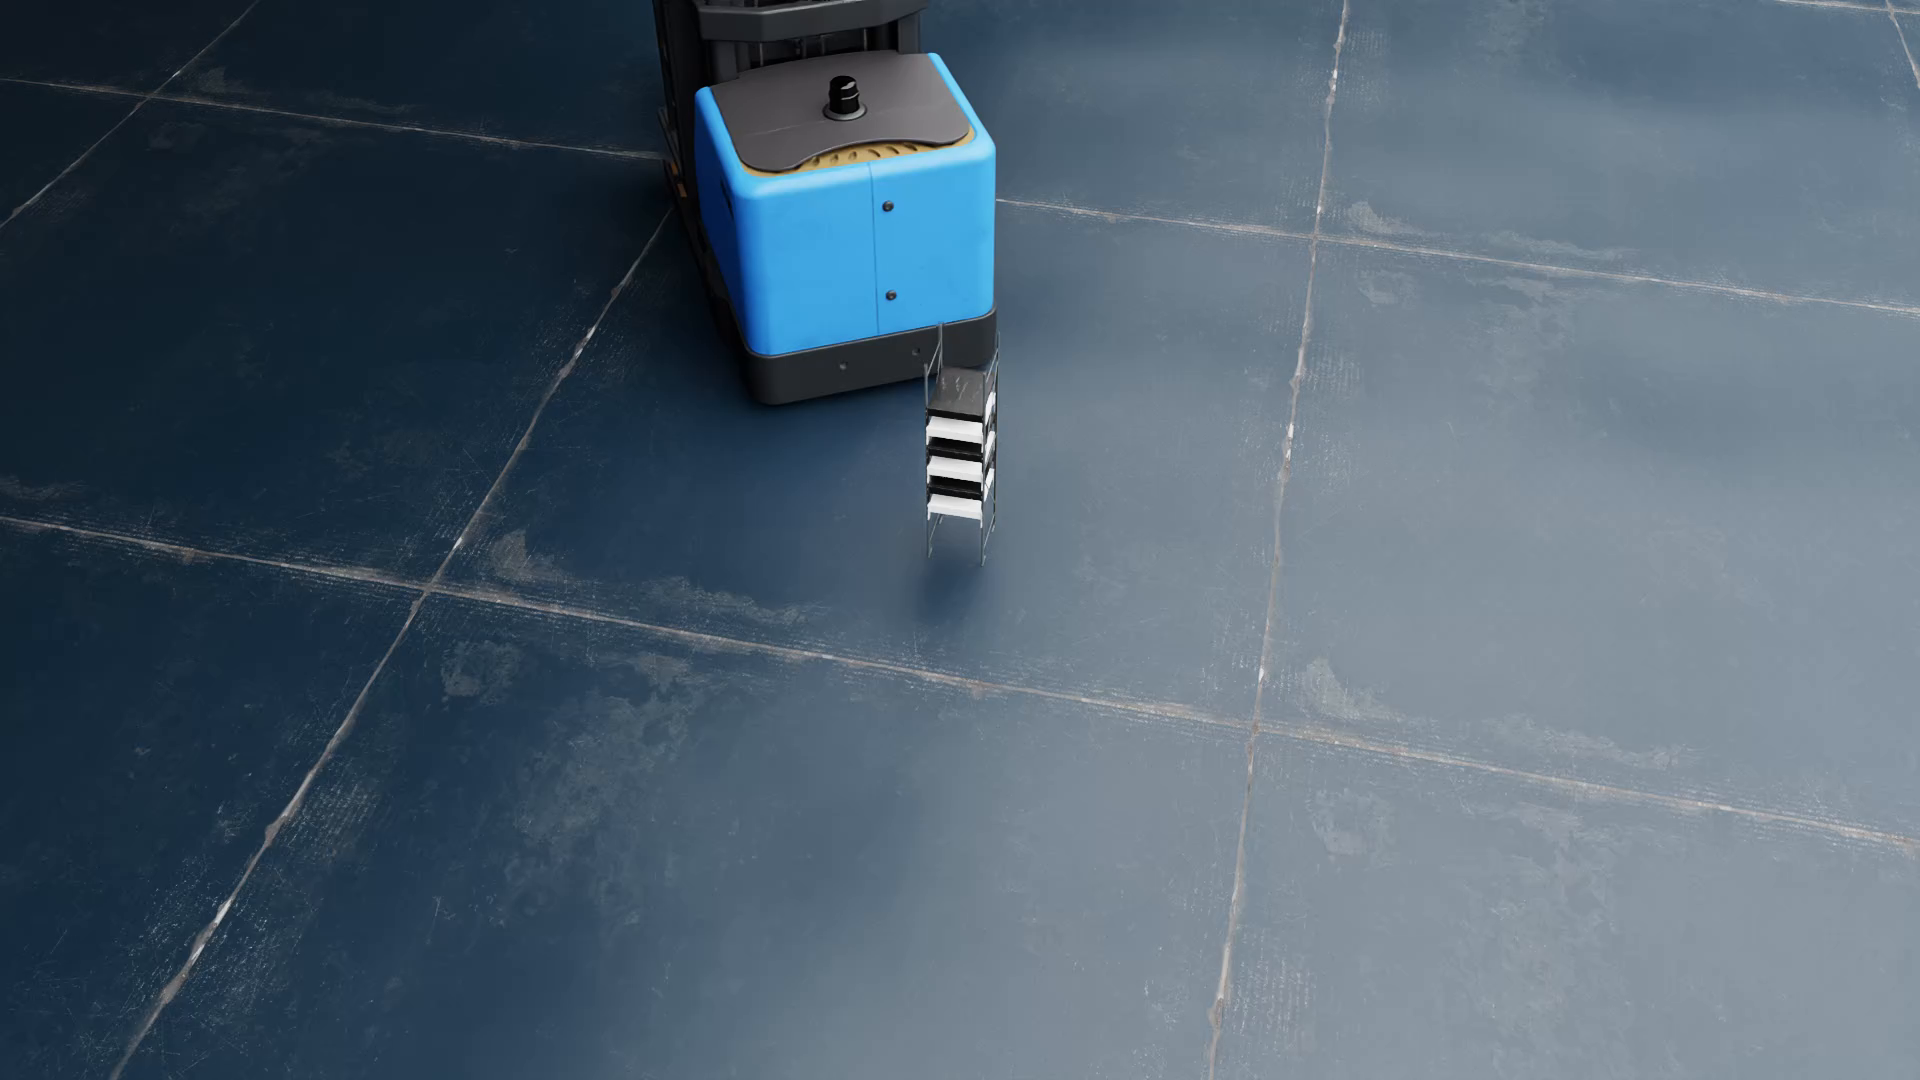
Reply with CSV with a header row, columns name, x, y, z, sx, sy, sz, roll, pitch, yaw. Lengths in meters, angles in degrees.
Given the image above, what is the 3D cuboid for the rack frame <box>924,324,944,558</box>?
name,x,y,z,sx,sy,sz,roll,pitch,yaw
rack frame,-0.091,-0.338,5.953,0.006,0.900,0.240,9,45,9

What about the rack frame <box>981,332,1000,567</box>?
name,x,y,z,sx,sy,sz,roll,pitch,yaw
rack frame,0.107,-0.308,5.921,0.006,0.900,0.240,9,45,9

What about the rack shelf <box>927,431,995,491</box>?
name,x,y,z,sx,sy,sz,roll,pitch,yaw
rack shelf,0.008,-0.299,5.960,0.200,0.077,0.258,9,45,9

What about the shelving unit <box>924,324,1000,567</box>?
name,x,y,z,sx,sy,sz,roll,pitch,yaw
shelving unit,0.008,-0.323,5.937,0.210,0.900,0.258,9,45,9

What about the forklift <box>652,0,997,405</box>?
name,x,y,z,sx,sy,sz,roll,pitch,yaw
forklift,-0.776,-2.641,6.880,1.130,2.935,3.031,-12,45,-12

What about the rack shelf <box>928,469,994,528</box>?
name,x,y,z,sx,sy,sz,roll,pitch,yaw
rack shelf,0.008,-0.169,6.085,0.200,0.077,0.258,9,45,9

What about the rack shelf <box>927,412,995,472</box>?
name,x,y,z,sx,sy,sz,roll,pitch,yaw
rack shelf,0.008,-0.364,5.897,0.200,0.077,0.258,9,45,9

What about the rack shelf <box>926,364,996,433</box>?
name,x,y,z,sx,sy,sz,roll,pitch,yaw
rack shelf,0.008,-0.493,5.773,0.200,0.077,0.258,9,45,9

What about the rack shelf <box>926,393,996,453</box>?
name,x,y,z,sx,sy,sz,roll,pitch,yaw
rack shelf,0.008,-0.429,5.835,0.200,0.077,0.258,9,45,9

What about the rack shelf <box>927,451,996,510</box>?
name,x,y,z,sx,sy,sz,roll,pitch,yaw
rack shelf,0.008,-0.234,6.022,0.200,0.077,0.258,9,45,9
